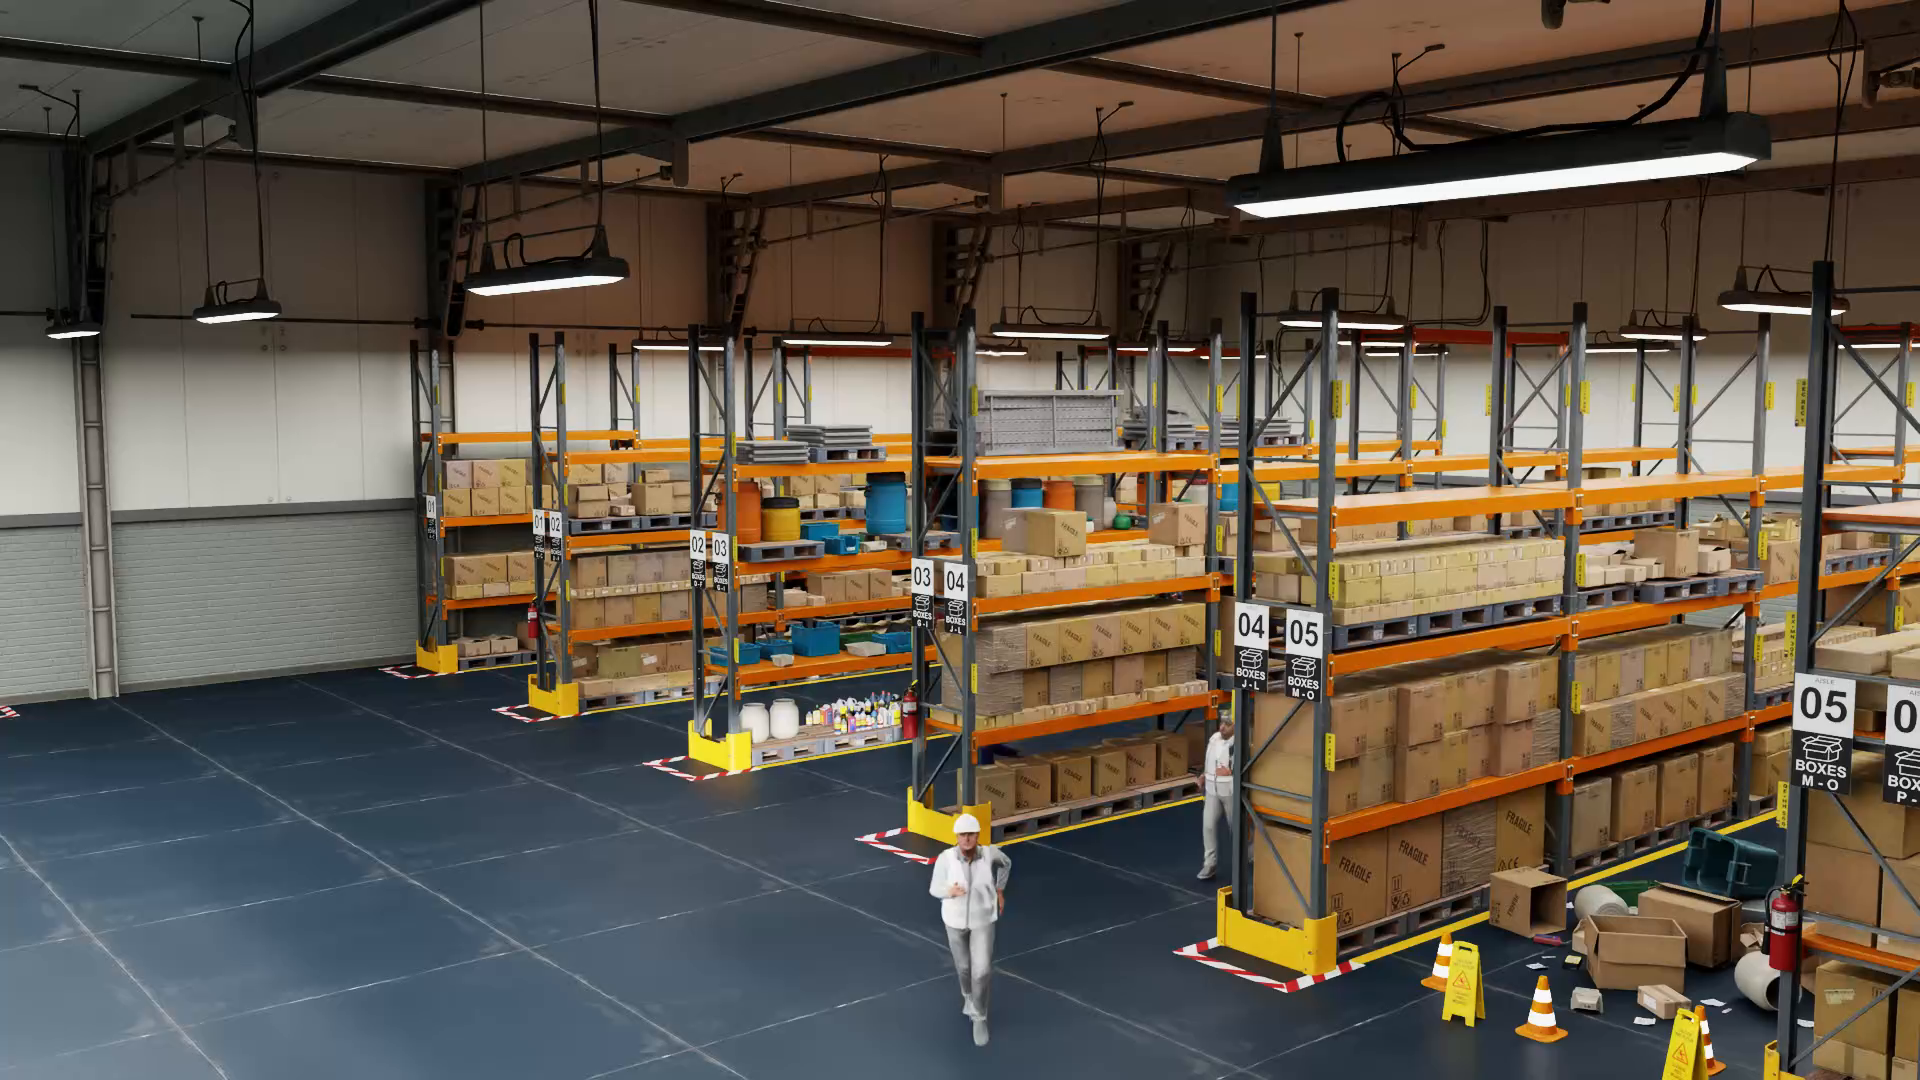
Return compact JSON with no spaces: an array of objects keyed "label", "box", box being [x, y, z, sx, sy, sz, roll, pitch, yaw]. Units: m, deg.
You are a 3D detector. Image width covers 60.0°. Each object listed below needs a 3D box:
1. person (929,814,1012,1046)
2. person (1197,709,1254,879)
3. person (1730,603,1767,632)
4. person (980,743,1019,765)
[{"label":"person","box":[0.083,3.069,13.273,0.625,1.843,0.830,1,5,6]},{"label":"person","box":[2.814,2.649,17.585,0.673,1.754,0.928,4,7,38]},{"label":"person","box":[13.283,1.747,27.993,0.598,1.659,0.558,1,5,15]},{"label":"person","box":[0.490,2.373,21.704,0.771,1.626,0.630,-4,6,-35]}]
